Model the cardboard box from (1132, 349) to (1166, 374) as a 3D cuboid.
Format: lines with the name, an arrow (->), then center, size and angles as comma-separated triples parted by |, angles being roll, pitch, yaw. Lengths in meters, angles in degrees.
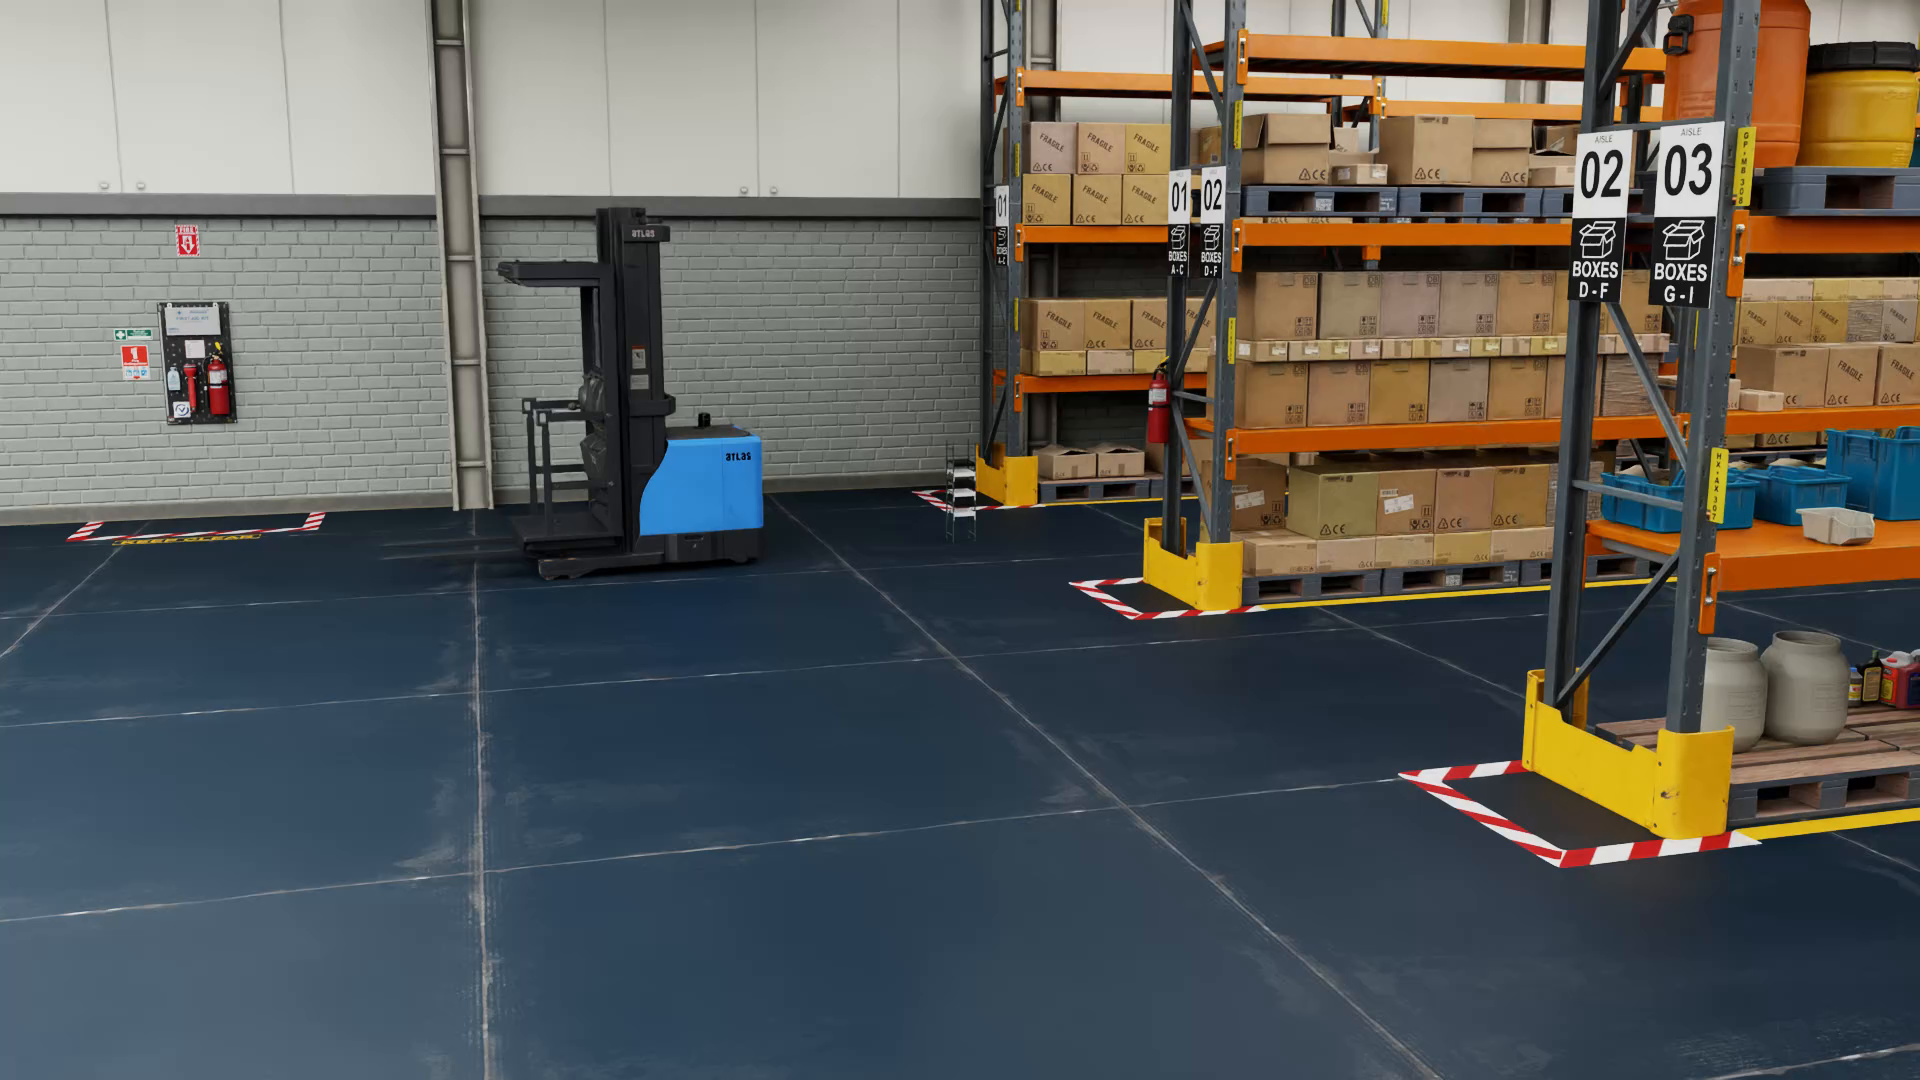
cardboard box -> 1.951, -1.881, 17.340 | 0.500, 0.250, 0.500 | -3, 11, -17

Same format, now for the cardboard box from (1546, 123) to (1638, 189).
cardboard box -> 5.079, -3.084, 13.405 | 0.500, 0.500, 0.500 | -2, 11, -11

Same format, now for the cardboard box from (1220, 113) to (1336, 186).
cardboard box -> 2.349, -2.891, 12.349 | 0.637, 0.503, 0.797 | -2, 11, -12

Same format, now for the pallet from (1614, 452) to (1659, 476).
pallet -> 7.338, -0.916, 19.441 | 1.213, 0.211, 1.003 | -3, 11, -16

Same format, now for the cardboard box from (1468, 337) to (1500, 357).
cardboard box -> 3.962, -1.503, 12.858 | 0.250, 0.149, 0.380 | -3, 11, -14

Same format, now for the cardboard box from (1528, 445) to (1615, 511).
cardboard box -> 5.104, -0.518, 13.937 | 0.500, 0.500, 0.500 | -3, 11, -16

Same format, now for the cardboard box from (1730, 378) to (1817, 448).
cardboard box -> 9.675, -1.534, 19.872 | 0.750, 0.750, 0.750 | -3, 11, -16

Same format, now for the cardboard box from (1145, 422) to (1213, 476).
cardboard box -> 2.363, -0.986, 17.806 | 0.500, 0.500, 0.700 | -4, 11, -20

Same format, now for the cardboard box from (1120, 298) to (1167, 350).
cardboard box -> 1.926, -2.247, 17.257 | 0.500, 0.500, 0.500 | -3, 11, -18

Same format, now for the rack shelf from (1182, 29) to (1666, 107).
rack shelf -> 3.716, -3.562, 12.635 | 4.000, 0.370, 1.077 | -3, 11, -16

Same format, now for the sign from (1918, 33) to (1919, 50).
sign -> 11.798, -6.115, 20.391 | 0.005, 0.325, 0.100 | -3, 11, -16

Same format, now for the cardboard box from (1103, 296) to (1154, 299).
cardboard box -> 1.782, -2.339, 17.753 | 0.500, 0.500, 0.500 | -3, 11, -18

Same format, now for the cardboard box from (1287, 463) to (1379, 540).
cardboard box -> 2.853, -0.298, 12.746 | 0.500, 0.500, 0.500 | -3, 11, -16

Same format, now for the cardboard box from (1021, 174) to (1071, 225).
cardboard box -> 0.799, -3.430, 16.777 | 0.500, 0.500, 0.500 | -3, 11, -14

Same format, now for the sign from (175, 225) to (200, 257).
sign -> -7.342, -2.843, 15.802 | 0.199, 0.298, 0.001 | -3, 11, -16

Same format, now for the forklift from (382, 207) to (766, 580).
forklift -> -3.206, -1.229, 13.628 | 3.031, 2.935, 1.130 | -4, 11, -21

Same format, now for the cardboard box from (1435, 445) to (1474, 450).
cardboard box -> 5.433, -1.187, 18.897 | 0.500, 0.500, 0.700 | -3, 11, -17

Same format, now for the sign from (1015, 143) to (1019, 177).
sign -> 0.560, -3.733, 16.340 | 0.005, 0.325, 0.100 | -3, 11, -16

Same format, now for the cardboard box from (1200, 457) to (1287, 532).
cardboard box -> 2.228, -0.363, 13.098 | 0.500, 0.500, 0.500 | -3, 11, -16

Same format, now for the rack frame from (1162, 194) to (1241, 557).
rack frame -> 1.796, -1.061, 12.527 | 0.127, 3.000, 1.000 | -3, 11, -16

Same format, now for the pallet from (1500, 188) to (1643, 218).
pallet -> 4.825, -2.648, 13.104 | 1.213, 0.211, 1.003 | -3, 11, -16

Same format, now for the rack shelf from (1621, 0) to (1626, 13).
rack shelf -> 5.097, -2.701, 7.956 | 4.000, 0.370, 1.077 | -3, 11, -16

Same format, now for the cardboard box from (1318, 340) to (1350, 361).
cardboard box -> 2.726, -1.438, 12.506 | 0.250, 0.149, 0.380 | -3, 11, -16

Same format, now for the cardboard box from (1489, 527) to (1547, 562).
cardboard box -> 4.294, -0.005, 13.224 | 0.500, 0.250, 0.500 | -3, 11, -16

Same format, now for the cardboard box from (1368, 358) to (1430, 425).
cardboard box -> 3.229, -1.183, 12.914 | 0.500, 0.500, 0.700 | -3, 11, -16

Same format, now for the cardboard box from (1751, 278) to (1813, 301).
cardboard box -> 9.592, -2.933, 19.468 | 0.500, 0.250, 0.500 | -3, 11, -16

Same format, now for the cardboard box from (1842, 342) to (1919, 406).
cardboard box -> 7.871, -1.428, 14.240 | 0.500, 0.500, 0.500 | -4, 11, -19

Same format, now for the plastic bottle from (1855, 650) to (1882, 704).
plastic bottle -> 4.925, 0.741, 9.023 | 0.133, 0.283, 0.061 | -3, 11, -15

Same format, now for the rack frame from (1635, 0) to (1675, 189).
rack frame -> 8.089, -5.278, 18.859 | 0.127, 3.000, 1.000 | -3, 11, -16

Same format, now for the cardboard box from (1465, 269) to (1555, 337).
cardboard box -> 4.247, -1.876, 13.095 | 0.500, 0.500, 0.700 | -3, 11, -16

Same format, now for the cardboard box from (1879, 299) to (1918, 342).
cardboard box -> 11.070, -2.640, 19.950 | 0.500, 0.500, 0.500 | -3, 11, -15

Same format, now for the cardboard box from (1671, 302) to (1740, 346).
cardboard box -> 8.627, -2.513, 19.257 | 0.500, 0.500, 0.500 | -3, 11, -14

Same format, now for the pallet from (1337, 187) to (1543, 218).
pallet -> 3.656, -2.587, 12.772 | 1.213, 0.211, 1.003 | -3, 11, -16

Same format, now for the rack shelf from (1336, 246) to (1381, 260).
rack shelf -> 6.169, -3.347, 18.646 | 4.000, 0.370, 1.077 | -3, 11, -16

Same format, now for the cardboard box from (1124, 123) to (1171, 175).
cardboard box -> 1.830, -3.970, 16.949 | 0.500, 0.500, 0.500 | -3, 11, -14

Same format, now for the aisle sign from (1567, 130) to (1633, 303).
aisle sign -> 3.025, -1.527, 7.874 | 0.004, 0.787, 0.394 | -3, 11, -16

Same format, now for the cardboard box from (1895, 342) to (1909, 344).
cardboard box -> 11.187, -2.327, 20.042 | 0.250, 0.149, 0.380 | -3, 11, -14

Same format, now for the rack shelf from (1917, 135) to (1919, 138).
rack shelf -> 13.850, -5.031, 20.610 | 4.000, 0.370, 1.077 | -3, 11, -16

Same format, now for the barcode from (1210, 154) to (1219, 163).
barcode -> 1.951, -2.921, 12.741 | 0.075, 0.075, 0.001 | -3, 11, -16

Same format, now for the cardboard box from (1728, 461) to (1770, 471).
cardboard box -> 6.923, -0.516, 14.452 | 0.500, 0.311, 0.500 | -3, 11, -16

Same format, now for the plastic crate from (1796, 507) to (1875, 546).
plastic crate -> 4.126, -0.060, 7.814 | 0.250, 0.136, 0.298 | -3, 11, -16

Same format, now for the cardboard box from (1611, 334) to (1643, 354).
cardboard box -> 5.198, -1.569, 13.215 | 0.250, 0.149, 0.380 | -3, 11, -17

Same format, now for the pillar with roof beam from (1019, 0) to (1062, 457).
pillar with roof beam -> 2.042, -4.310, 13.604 | 0.400, 9.000, 9.100 | -3, 11, -16

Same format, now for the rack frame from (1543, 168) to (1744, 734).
rack frame -> 3.177, -0.200, 7.848 | 0.127, 3.000, 1.000 | -3, 11, -16

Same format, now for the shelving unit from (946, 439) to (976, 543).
shelving unit -> 0.008, -0.443, 14.967 | 0.210, 0.900, 0.258 | -3, 11, -16

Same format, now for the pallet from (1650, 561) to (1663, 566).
pallet -> 6.333, 0.064, 14.118 | 1.213, 0.211, 1.003 | -3, 11, -16

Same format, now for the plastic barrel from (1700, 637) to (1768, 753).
plastic barrel -> 3.788, 0.770, 8.289 | 0.421, 0.512, 0.421 | 0, 10, 0

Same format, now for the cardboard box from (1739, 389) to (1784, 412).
cardboard box -> 6.545, -1.150, 13.700 | 0.250, 0.149, 0.380 | -3, 11, -16

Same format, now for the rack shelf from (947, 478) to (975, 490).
rack shelf -> 0.008, -0.499, 14.957 | 0.200, 0.077, 0.258 | -3, 11, -16

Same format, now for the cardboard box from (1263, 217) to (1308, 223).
cardboard box -> 3.344, -3.567, 17.521 | 0.500, 0.500, 0.500 | -4, 11, -21
